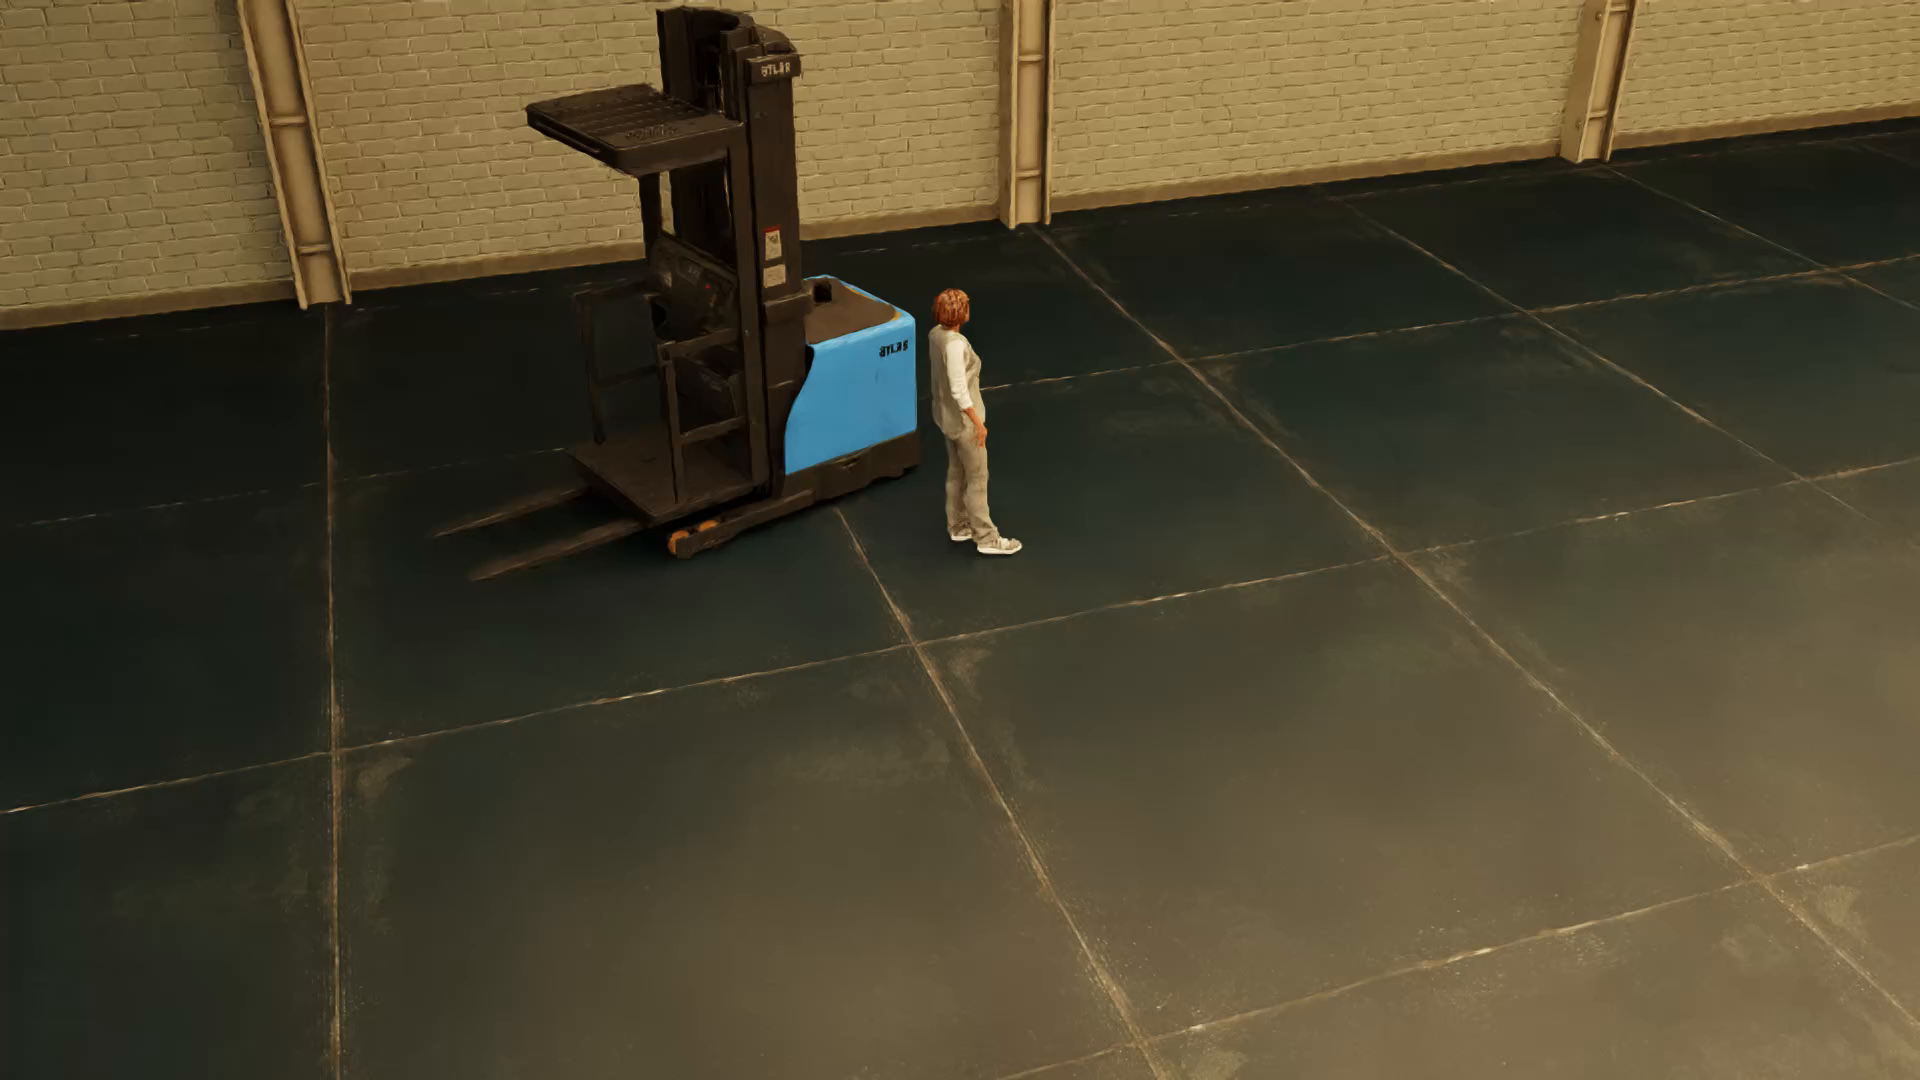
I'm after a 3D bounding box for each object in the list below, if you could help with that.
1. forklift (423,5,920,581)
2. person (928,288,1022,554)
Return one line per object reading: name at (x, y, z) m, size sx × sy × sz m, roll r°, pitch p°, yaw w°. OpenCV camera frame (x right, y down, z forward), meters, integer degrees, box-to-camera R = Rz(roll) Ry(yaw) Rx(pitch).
forklift at (-1.728, -1.456, 9.617) m, size 3.031 × 2.935 × 1.130 m, roll -22°, pitch 36°, yaw -33°
person at (0.075, -0.703, 9.633) m, size 0.474 × 1.597 × 0.521 m, roll -10°, pitch 31°, yaw -16°
